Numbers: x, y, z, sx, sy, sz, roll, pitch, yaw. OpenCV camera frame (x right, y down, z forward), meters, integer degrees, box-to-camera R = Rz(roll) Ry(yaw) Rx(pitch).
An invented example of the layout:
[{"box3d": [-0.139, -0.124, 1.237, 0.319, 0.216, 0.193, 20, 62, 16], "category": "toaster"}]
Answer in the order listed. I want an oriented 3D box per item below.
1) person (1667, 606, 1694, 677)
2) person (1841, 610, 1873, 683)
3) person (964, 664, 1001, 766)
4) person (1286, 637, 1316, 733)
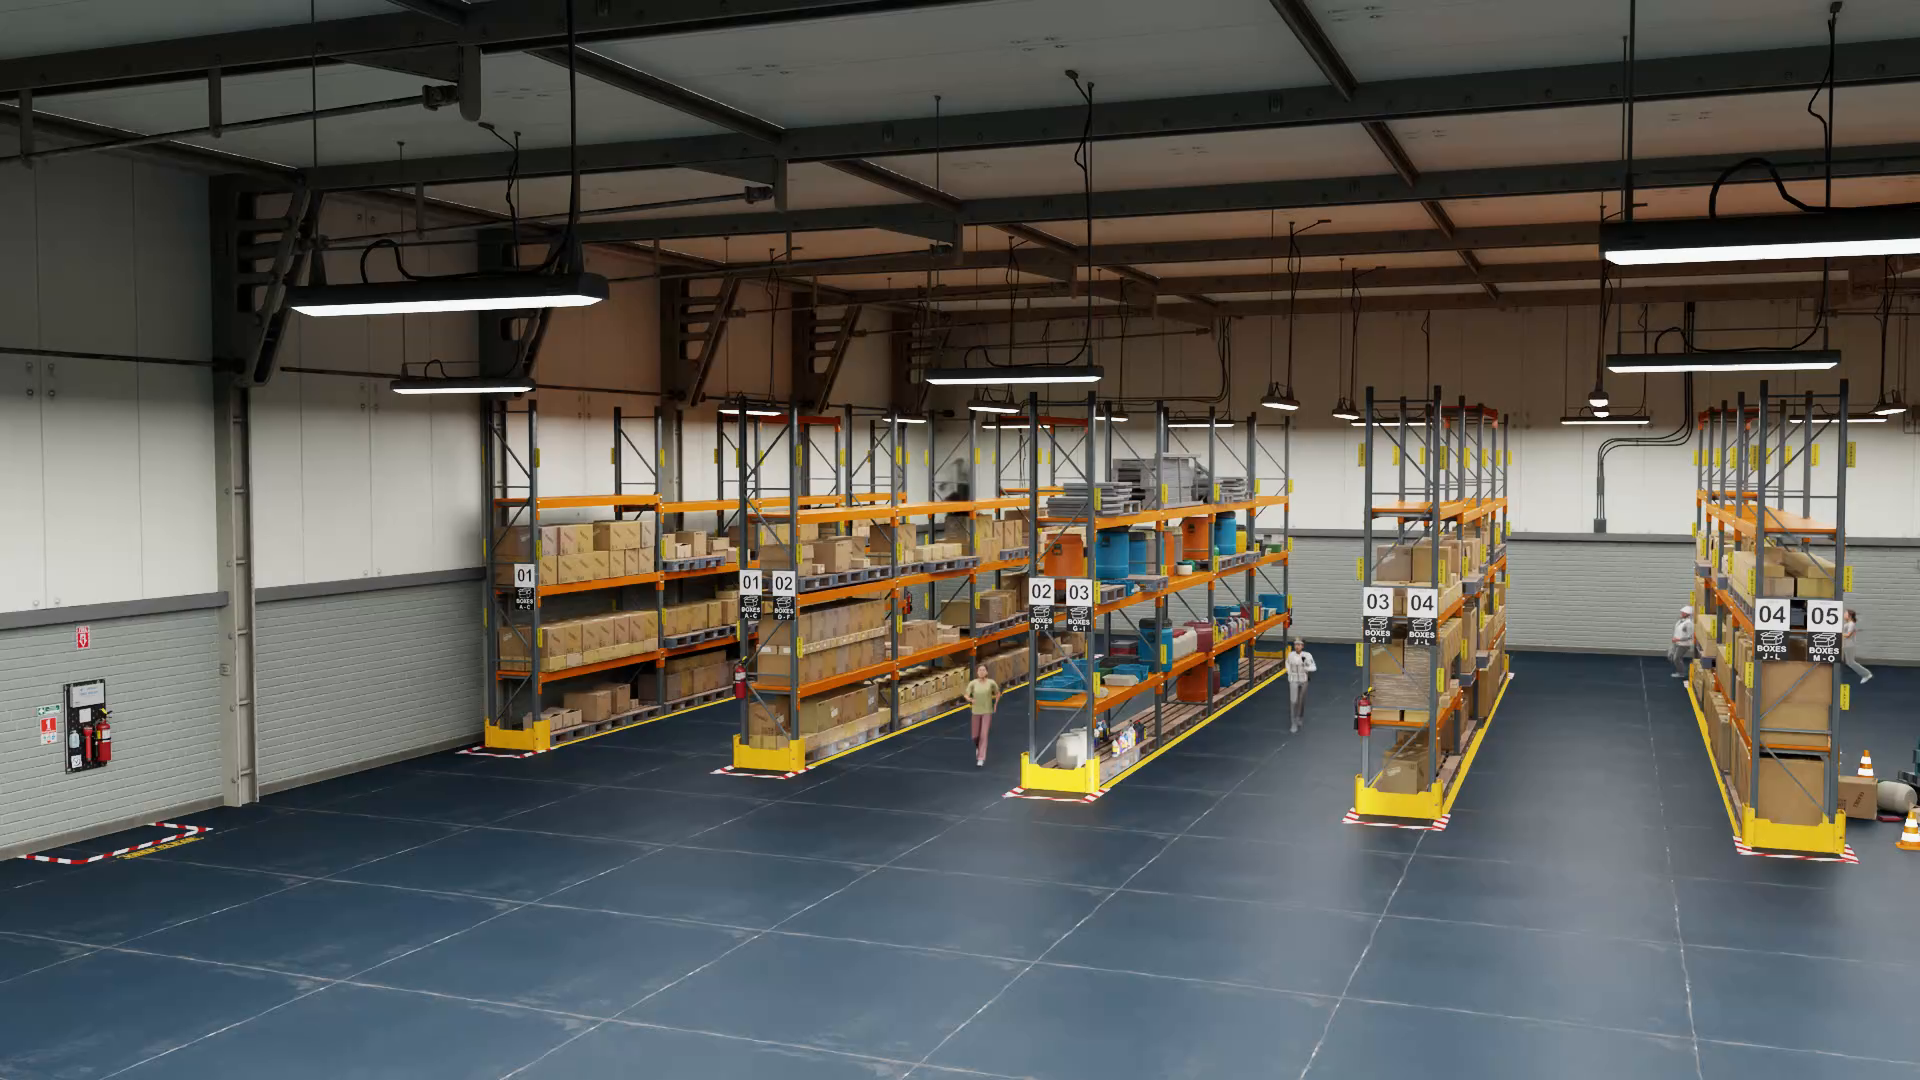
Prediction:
[{"box3d": [16.328, 2.306, 37.664, 0.524, 1.669, 0.857, 0, 3, -2], "category": "person"}, {"box3d": [19.482, 2.347, 36.469, 0.969, 1.648, 0.567, 1, 3, 18], "category": "person"}, {"box3d": [0.365, 2.833, 27.196, 0.584, 1.641, 0.772, 0, 3, 5], "category": "person"}, {"box3d": [6.275, 2.656, 30.643, 0.584, 1.750, 0.775, 1, 3, 16], "category": "person"}]
